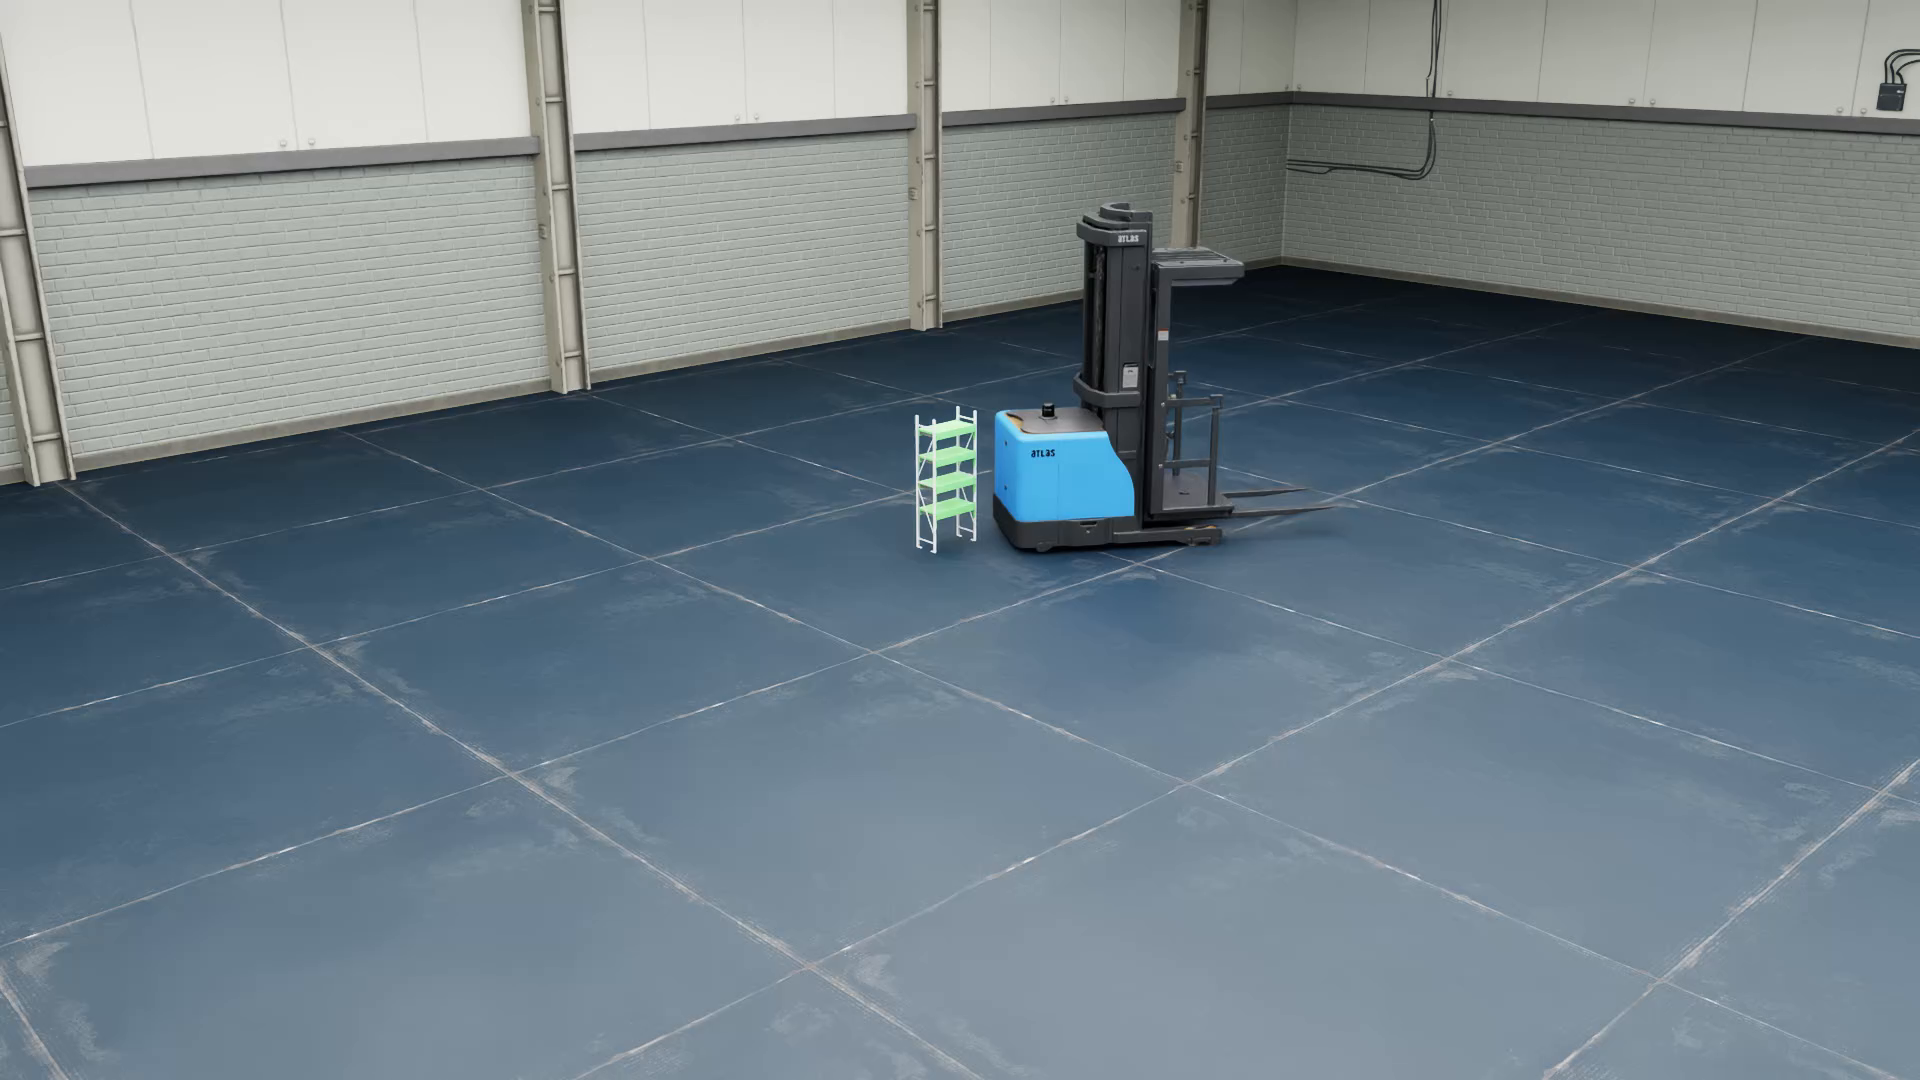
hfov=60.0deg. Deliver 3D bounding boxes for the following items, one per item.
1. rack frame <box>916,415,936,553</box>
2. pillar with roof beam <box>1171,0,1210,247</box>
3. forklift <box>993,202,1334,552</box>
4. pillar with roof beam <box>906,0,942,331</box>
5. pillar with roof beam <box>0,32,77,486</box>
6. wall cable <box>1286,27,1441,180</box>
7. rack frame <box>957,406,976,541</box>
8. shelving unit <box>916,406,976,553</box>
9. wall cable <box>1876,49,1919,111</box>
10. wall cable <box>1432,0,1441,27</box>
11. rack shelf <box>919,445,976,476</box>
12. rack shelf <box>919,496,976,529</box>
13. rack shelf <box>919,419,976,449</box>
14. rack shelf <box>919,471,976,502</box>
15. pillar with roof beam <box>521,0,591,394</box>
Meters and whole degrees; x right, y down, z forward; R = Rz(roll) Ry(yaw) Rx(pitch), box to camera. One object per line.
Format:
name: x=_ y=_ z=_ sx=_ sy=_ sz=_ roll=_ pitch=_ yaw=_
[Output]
rack frame: x=-0.298 y=-0.484 z=14.532 sx=0.015 sy=1.200 sz=0.240 roll=-16 pitch=24 yaw=-41
pillar with roof beam: x=6.811 y=-7.743 z=24.274 sx=0.400 sy=9.000 sz=9.100 roll=-16 pitch=24 yaw=-41
forklift: x=1.877 y=-1.497 z=14.848 sx=3.031 sy=2.935 sz=1.130 roll=-4 pitch=18 yaw=-11
pillar with roof beam: x=2.451 y=-6.471 z=20.353 sx=0.400 sy=9.000 sz=9.100 roll=-16 pitch=24 yaw=-41
pillar with roof beam: x=-6.268 y=-3.928 z=12.510 sx=0.400 sy=9.000 sz=9.100 roll=-16 pitch=24 yaw=-41
wall cable: x=6.902 y=-7.558 z=28.740 sx=0.112 sy=2.526 sz=3.097 roll=-16 pitch=24 yaw=-41
rack frame: x=0.057 y=-0.587 z=14.851 sx=0.015 sy=1.200 sz=0.240 roll=-16 pitch=24 yaw=-41
shelving unit: x=-0.120 y=-0.536 z=14.691 sx=0.503 sy=1.200 sz=0.258 roll=-16 pitch=24 yaw=-41
wall cable: x=13.413 y=-8.522 z=21.165 sx=0.169 sy=6.003 sz=2.305 roll=-16 pitch=24 yaw=-41
wall cable: x=8.761 y=-9.354 z=26.091 sx=0.112 sy=2.526 sz=3.097 roll=-16 pitch=24 yaw=-41
rack shelf: x=-0.120 y=-0.703 z=14.637 sx=0.480 sy=0.148 sz=0.258 roll=-16 pitch=24 yaw=-41
rack shelf: x=-0.120 y=-0.247 z=14.785 sx=0.480 sy=0.148 sz=0.258 roll=-16 pitch=24 yaw=-41
rack shelf: x=-0.120 y=-0.931 z=14.563 sx=0.480 sy=0.148 sz=0.258 roll=-16 pitch=24 yaw=-41
rack shelf: x=-0.120 y=-0.475 z=14.711 sx=0.480 sy=0.148 sz=0.258 roll=-16 pitch=24 yaw=-41
pillar with roof beam: x=-1.908 y=-5.200 z=16.432 sx=0.400 sy=9.000 sz=9.100 roll=-16 pitch=24 yaw=-41
